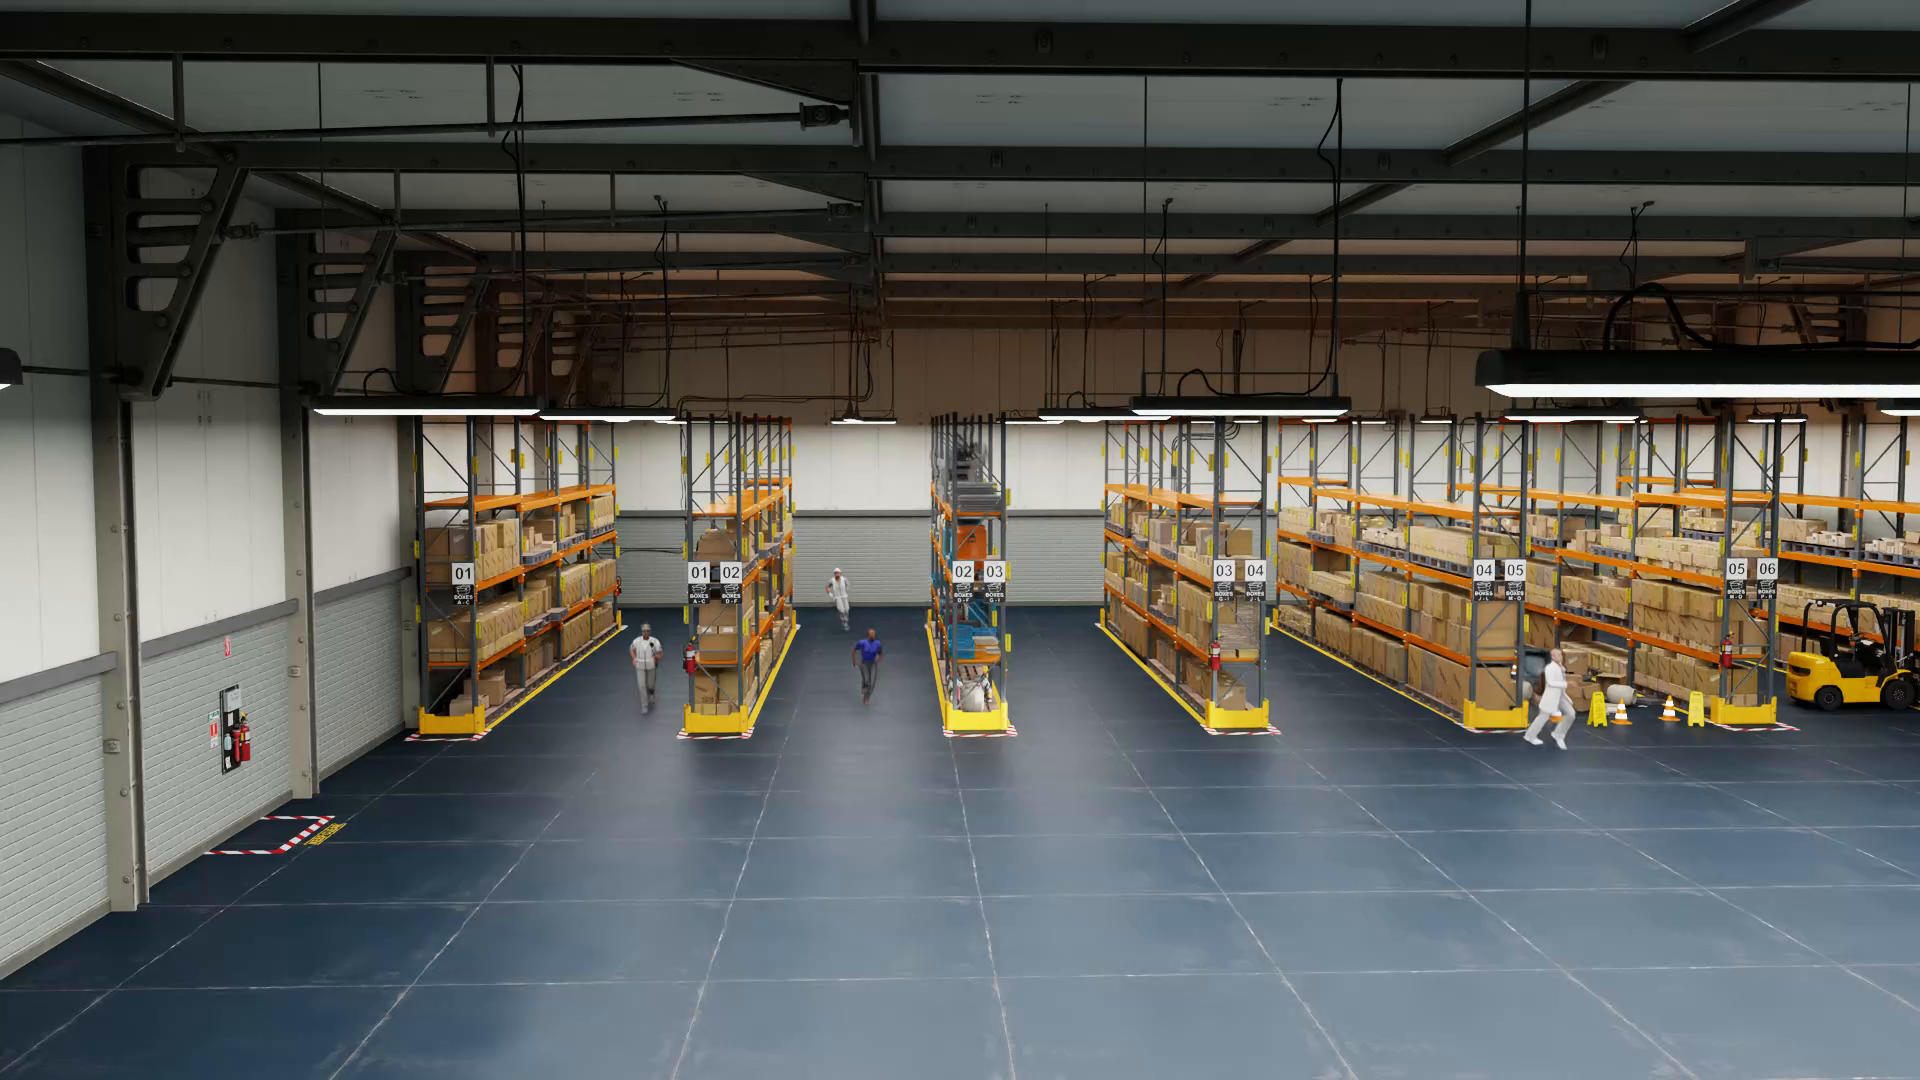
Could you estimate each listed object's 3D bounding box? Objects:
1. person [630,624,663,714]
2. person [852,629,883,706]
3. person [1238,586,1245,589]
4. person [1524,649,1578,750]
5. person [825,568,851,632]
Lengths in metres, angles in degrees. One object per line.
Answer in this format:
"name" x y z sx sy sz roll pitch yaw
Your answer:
"person" -6.340 2.571 33.564 0.652 1.784 0.895 -1 4 -7
"person" -1.883 2.617 34.133 0.615 1.606 0.642 -1 4 -17
"person" 7.895 1.712 47.614 0.560 1.624 0.838 1 4 17
"person" 10.569 2.823 29.599 0.731 1.801 0.960 -3 5 -41
"person" -3.384 1.678 46.678 0.660 1.792 0.713 -2 4 -23
